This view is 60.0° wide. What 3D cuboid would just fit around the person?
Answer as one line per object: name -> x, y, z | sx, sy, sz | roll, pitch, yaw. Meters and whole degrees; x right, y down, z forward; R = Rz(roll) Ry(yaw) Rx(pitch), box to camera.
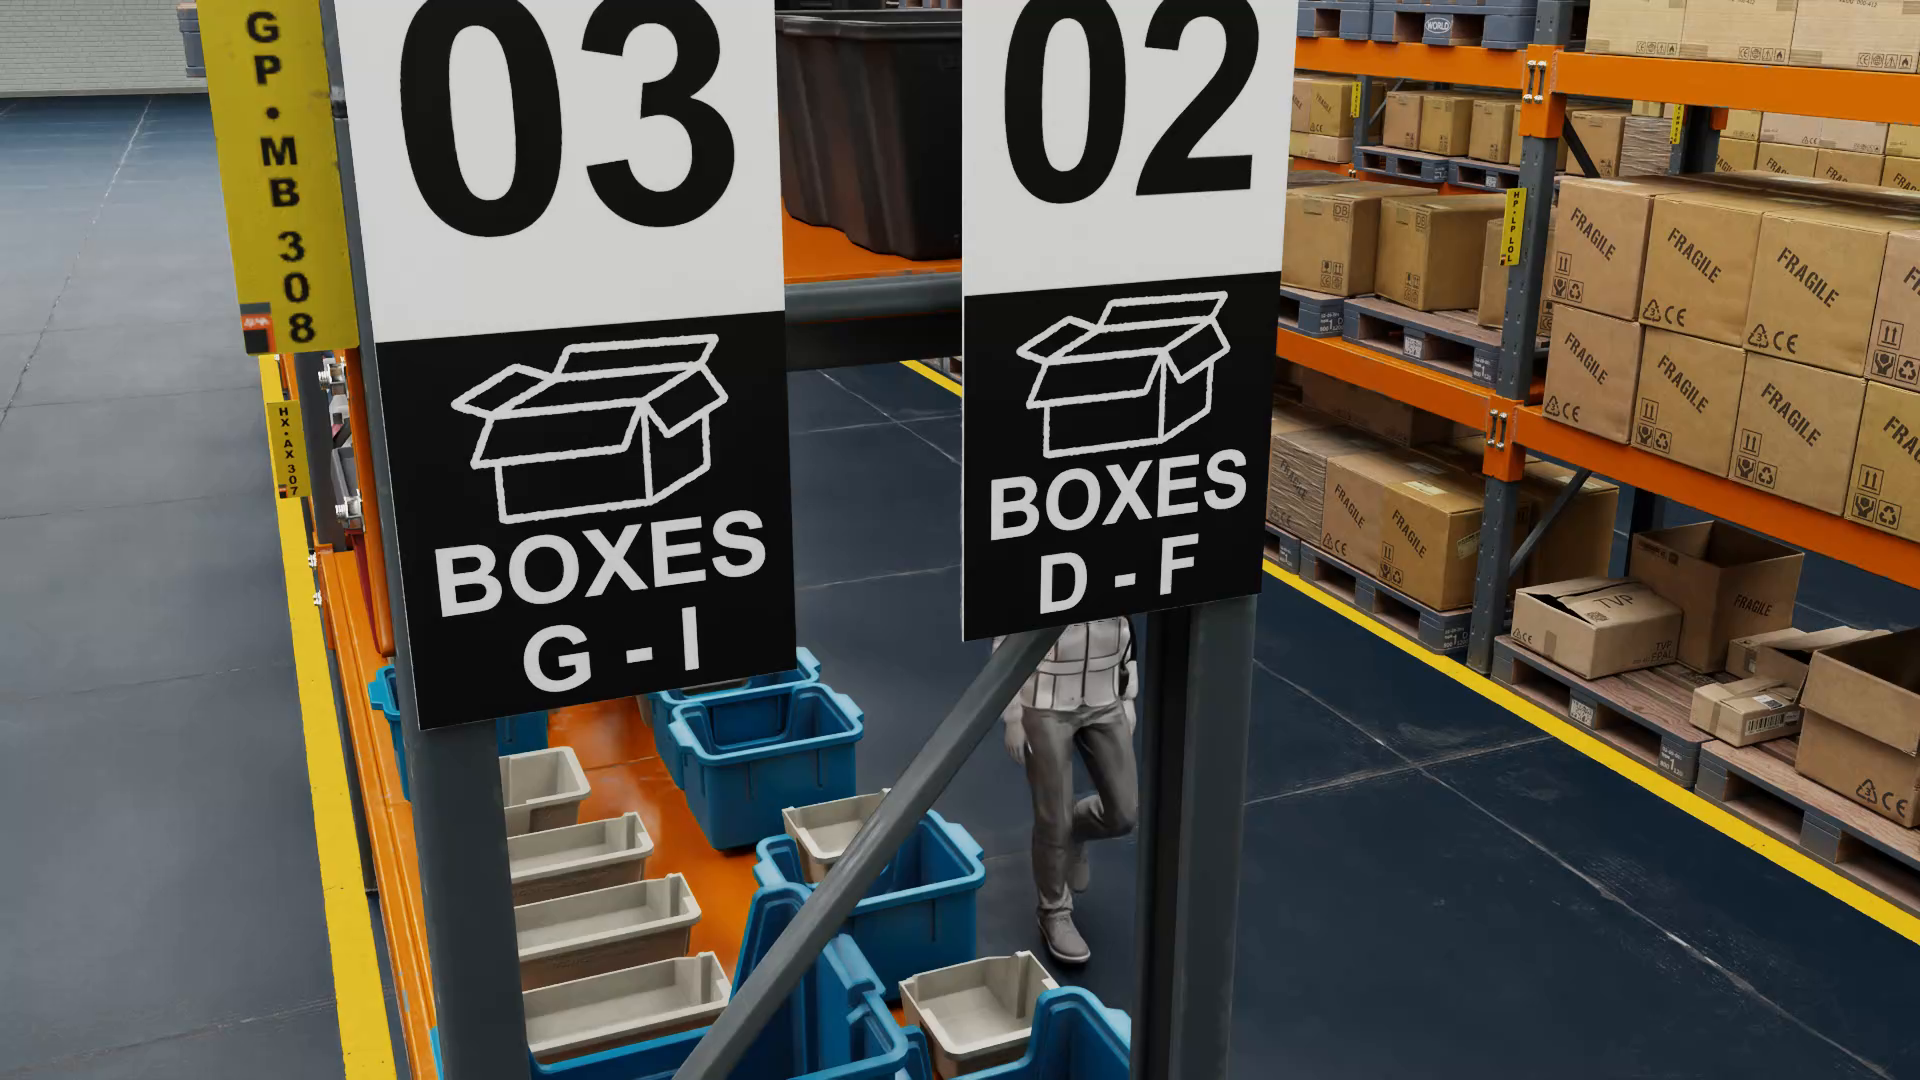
person -> 0.347, 0.527, 5.404 | 0.500, 1.683, 0.478 | -7, 20, -19
